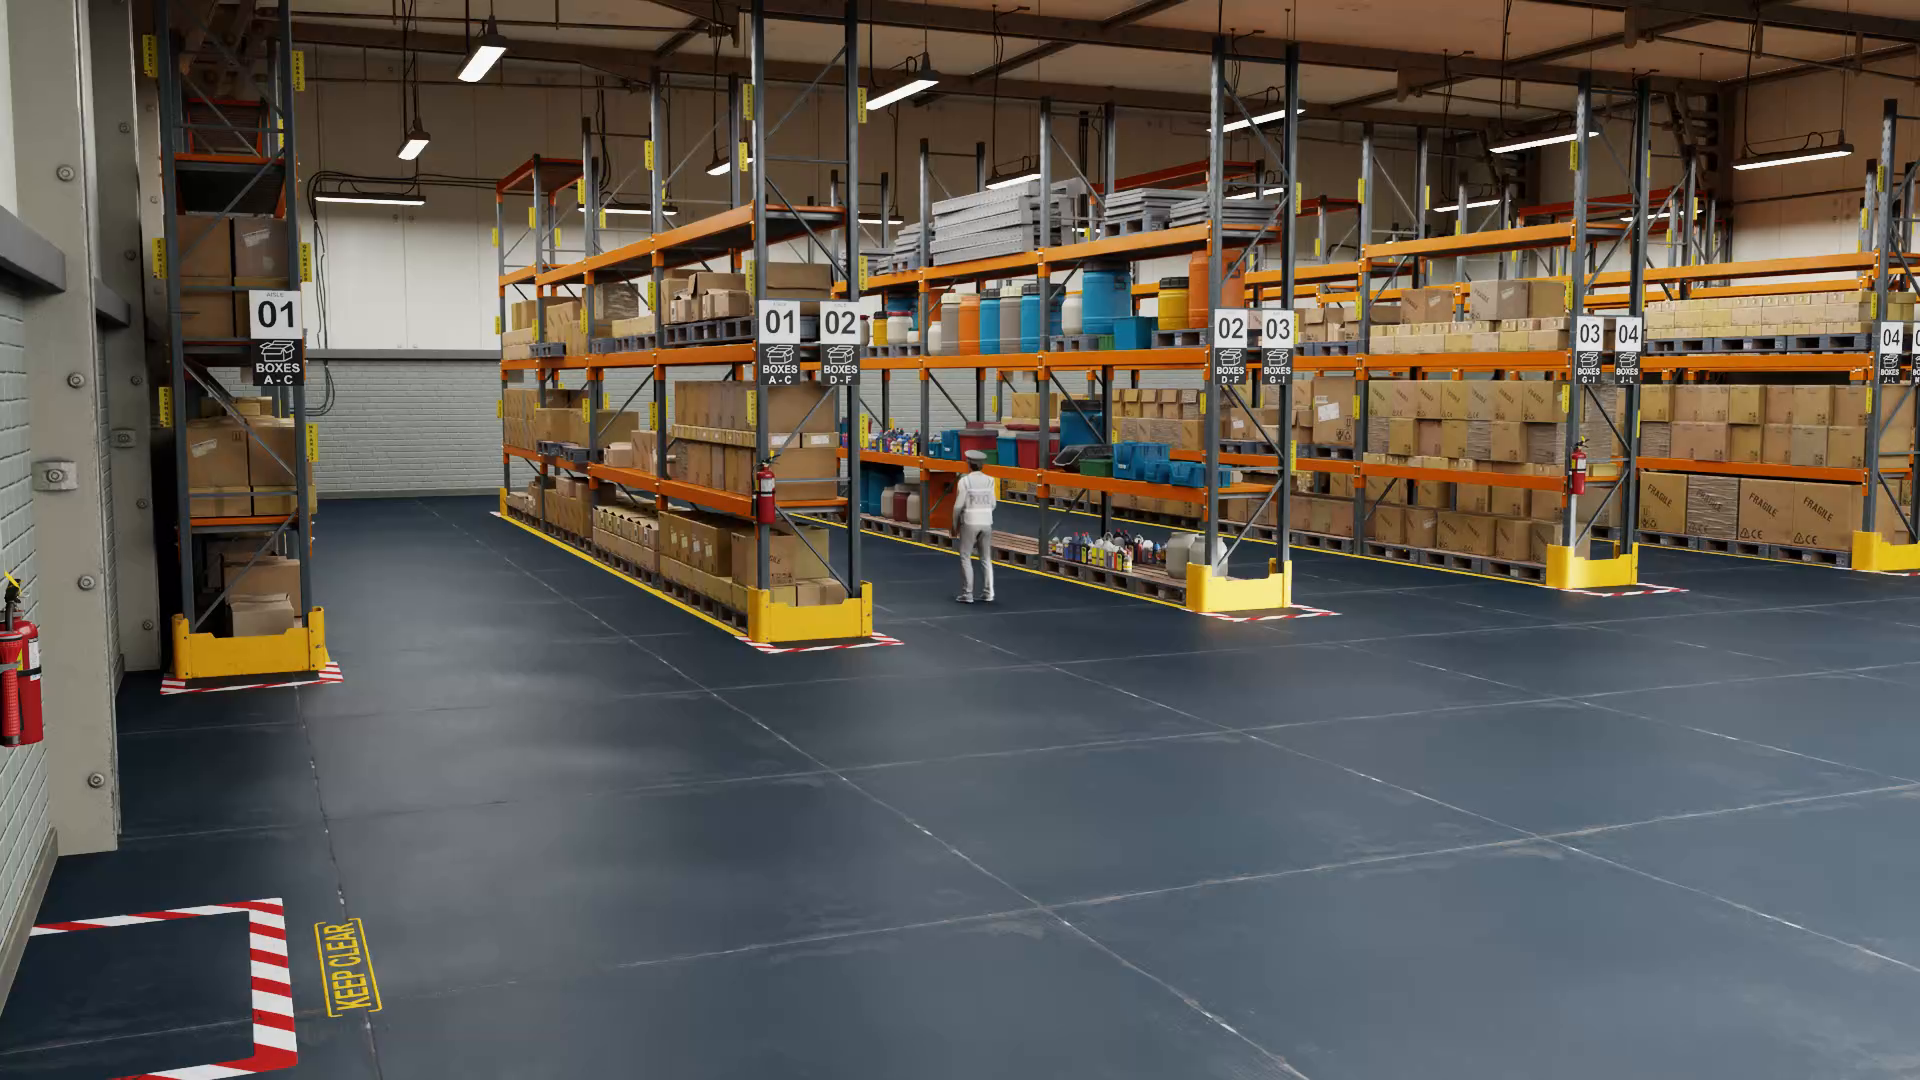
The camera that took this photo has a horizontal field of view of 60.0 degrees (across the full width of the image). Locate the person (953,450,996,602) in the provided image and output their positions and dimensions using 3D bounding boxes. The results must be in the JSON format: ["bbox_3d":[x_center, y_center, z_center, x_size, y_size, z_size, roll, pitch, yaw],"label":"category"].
[{"bbox_3d":[0.150,-0.154,18.464,0.495,1.687,0.439,-3,6,-25],"label":"person"}]
